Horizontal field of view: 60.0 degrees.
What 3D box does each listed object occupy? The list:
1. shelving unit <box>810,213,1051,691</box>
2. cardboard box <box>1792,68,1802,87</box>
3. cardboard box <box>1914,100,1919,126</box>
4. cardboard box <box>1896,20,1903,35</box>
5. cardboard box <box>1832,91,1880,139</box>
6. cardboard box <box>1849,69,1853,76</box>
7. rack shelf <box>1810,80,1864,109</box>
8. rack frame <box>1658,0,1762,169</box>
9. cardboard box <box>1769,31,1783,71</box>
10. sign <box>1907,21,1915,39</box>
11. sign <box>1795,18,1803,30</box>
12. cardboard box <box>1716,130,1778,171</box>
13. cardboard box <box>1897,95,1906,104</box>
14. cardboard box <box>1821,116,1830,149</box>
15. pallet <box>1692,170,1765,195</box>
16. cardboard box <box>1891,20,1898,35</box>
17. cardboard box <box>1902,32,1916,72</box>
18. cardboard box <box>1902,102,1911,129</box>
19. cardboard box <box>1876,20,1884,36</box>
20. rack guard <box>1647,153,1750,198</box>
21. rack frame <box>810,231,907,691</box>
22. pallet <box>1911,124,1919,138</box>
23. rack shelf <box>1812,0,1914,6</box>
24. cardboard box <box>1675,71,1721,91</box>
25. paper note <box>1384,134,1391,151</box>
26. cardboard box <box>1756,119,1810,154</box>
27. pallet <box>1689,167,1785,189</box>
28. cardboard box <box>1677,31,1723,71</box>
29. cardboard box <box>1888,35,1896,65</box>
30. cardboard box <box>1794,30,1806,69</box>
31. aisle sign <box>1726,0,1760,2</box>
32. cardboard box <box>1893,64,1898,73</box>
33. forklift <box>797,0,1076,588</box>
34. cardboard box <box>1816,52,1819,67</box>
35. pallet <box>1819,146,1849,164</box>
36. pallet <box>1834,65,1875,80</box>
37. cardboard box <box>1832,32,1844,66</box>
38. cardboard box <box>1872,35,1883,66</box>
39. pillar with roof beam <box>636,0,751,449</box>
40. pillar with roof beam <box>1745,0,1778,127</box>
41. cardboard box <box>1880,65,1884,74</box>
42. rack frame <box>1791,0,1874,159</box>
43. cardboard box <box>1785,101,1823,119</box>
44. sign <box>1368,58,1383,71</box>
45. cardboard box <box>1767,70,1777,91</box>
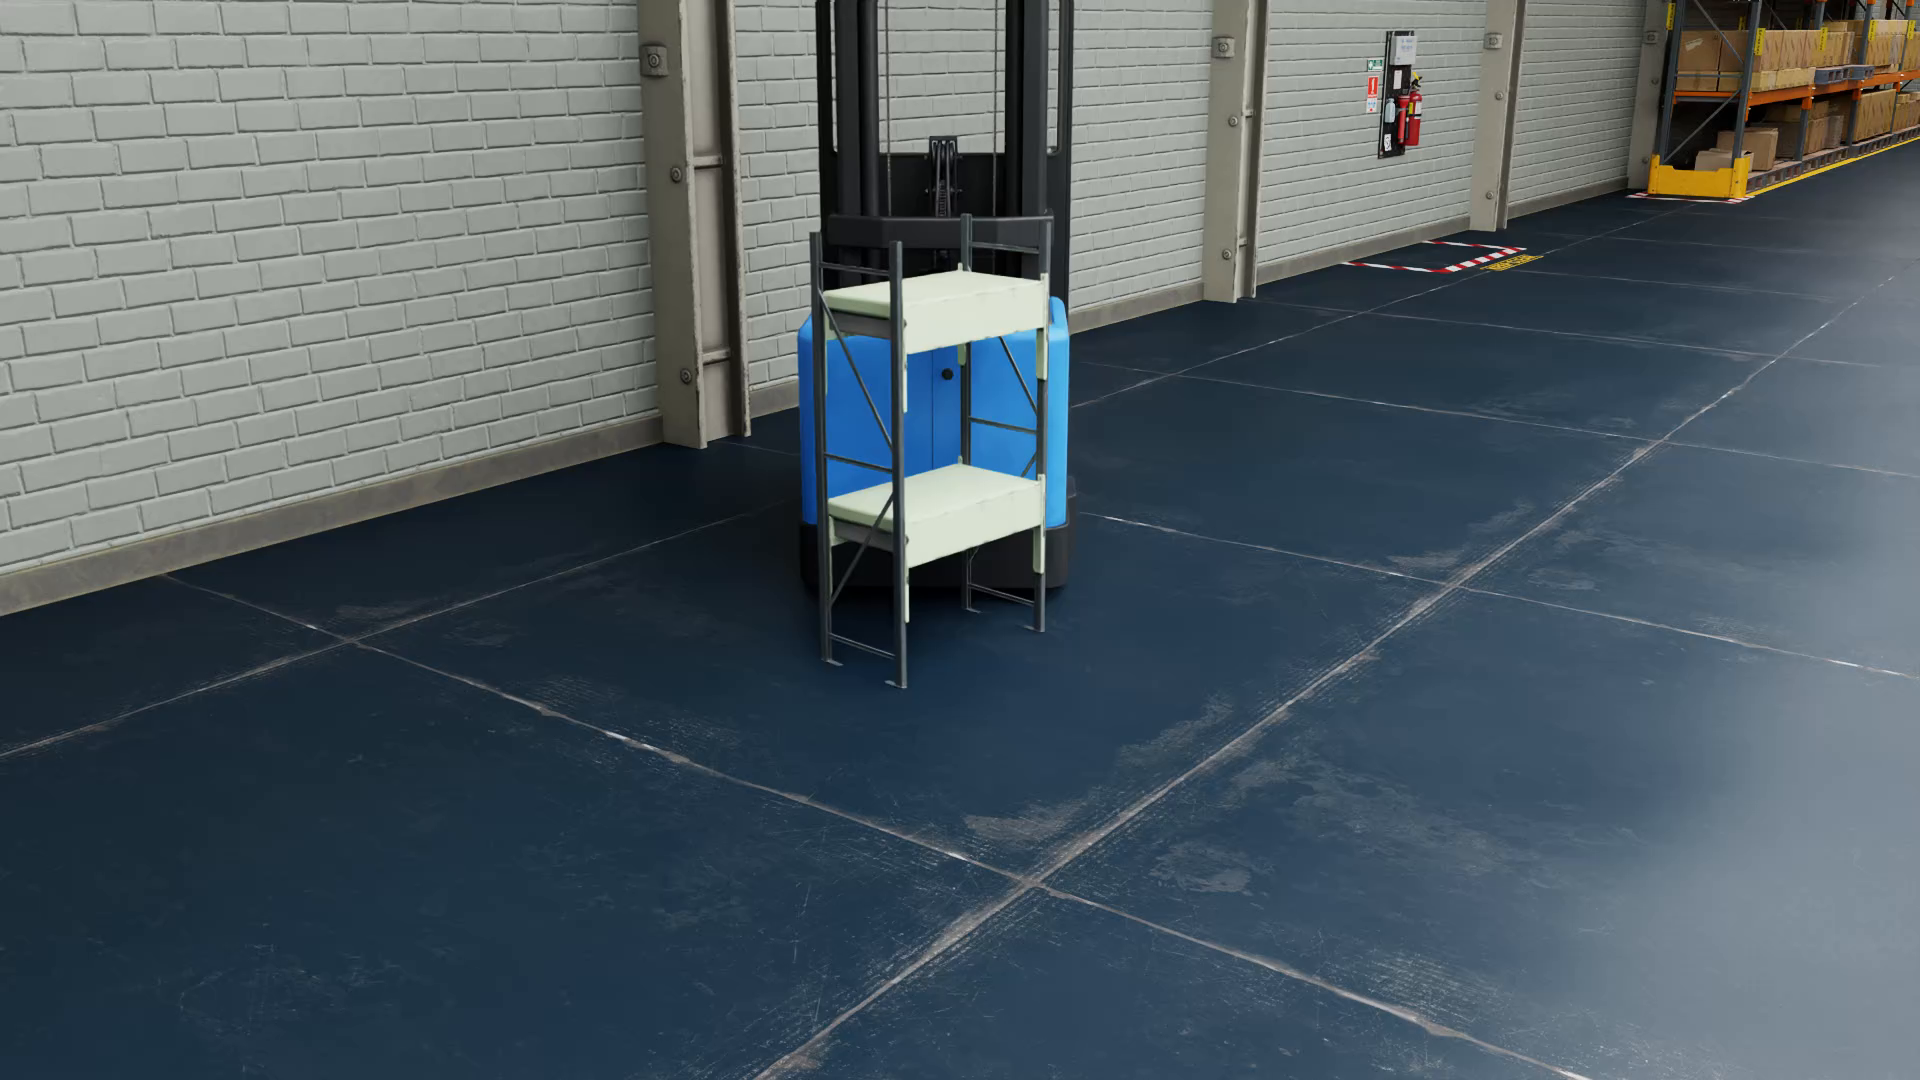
[{"bbox_3d":[-0.089,-0.331,5.780,0.431,1.500,0.755,15,23,40],"label":"shelving unit"},{"bbox_3d":[11.377,-6.440,23.143,0.500,0.250,0.500,12,21,34],"label":"cardboard box"},{"bbox_3d":[18.820,-8.589,33.350,0.700,0.500,0.500,12,21,35],"label":"cardboard box"},{"bbox_3d":[16.388,-9.095,29.504,0.500,0.250,0.500,13,21,36],"label":"cardboard box"},{"bbox_3d":[15.461,-7.394,28.914,0.750,0.750,0.750,12,21,34],"label":"cardboard box"},{"bbox_3d":[14.772,-7.788,27.655,0.380,0.149,0.250,12,21,34],"label":"cardboard box"},{"bbox_3d":[13.198,-7.041,26.073,1.077,0.370,4.000,12,21,35],"label":"rack shelf"},{"bbox_3d":[9.623,-5.956,21.364,1.000,3.000,0.127,12,21,35],"label":"rack frame"},{"bbox_3d":[10.452,-6.428,21.841,0.500,0.500,0.500,12,21,35],"label":"cardboard box"},{"bbox_3d":[17.215,-9.235,30.106,0.100,0.325,0.005,12,21,35],"label":"sign"},{"bbox_3d":[13.942,-8.511,27.641,0.100,0.325,0.005,12,21,35],"label":"sign"},{"bbox_3d":[10.925,-5.422,23.120,0.700,0.500,0.500,11,20,31],"label":"cardboard box"},{"bbox_3d":[17.652,-8.340,31.454,0.380,0.149,0.250,13,22,37],"label":"cardboard box"},{"bbox_3d":[13.603,-6.594,26.894,0.700,0.500,0.500,12,21,35],"label":"cardboard box"},{"bbox_3d":[10.181,-4.829,22.439,1.003,0.211,1.213,12,21,35],"label":"pallet"},{"bbox_3d":[16.084,-8.973,29.113,0.500,0.250,0.500,13,21,36],"label":"cardboard box"},{"bbox_3d":[17.110,-9.083,30.930,0.980,0.700,0.700,13,21,36],"label":"cardboard box"},{"bbox_3d":[17.911,-8.221,32.167,0.700,0.500,0.500,13,21,36],"label":"cardboard box"},{"bbox_3d":[15.187,-8.609,27.941,0.500,0.250,0.500,12,21,34],"label":"cardboard box"},{"bbox_3d":[9.669,-4.780,21.793,1.175,0.500,0.348,12,21,35],"label":"rack guard"},{"bbox_3d":[-0.336,-0.250,5.521,0.400,1.500,0.023,15,23,40],"label":"rack frame"},{"bbox_3d":[18.743,-8.230,33.391,1.003,0.211,1.213,12,21,35],"label":"pallet"},{"bbox_3d":[15.582,-9.426,28.696,1.077,0.370,4.000,12,21,35],"label":"rack shelf"},{"bbox_3d":[9.746,-6.039,21.852,0.500,0.250,0.500,13,21,35],"label":"cardboard box"},{"bbox_3d":[4.107,-3.814,15.952,0.016,0.148,0.142,12,21,35],"label":"paper note"},{"bbox_3d":[12.699,-6.235,25.736,0.700,0.500,0.500,12,21,34],"label":"cardboard box"},{"bbox_3d":[10.908,-5.119,23.371,1.003,0.211,1.213,12,21,35],"label":"pallet"},{"bbox_3d":[9.734,-6.401,21.755,0.500,0.500,0.500,12,21,34],"label":"cardboard box"},{"bbox_3d":[16.099,-8.617,29.231,0.500,0.500,0.500,12,21,35],"label":"cardboard box"},{"bbox_3d":[11.372,-6.799,23.035,0.500,0.500,0.500,12,21,33],"label":"cardboard box"},{"bbox_3d":[9.821,-7.127,20.753,0.394,0.787,0.004,12,21,35],"label":"aisle sign"},{"bbox_3d":[16.668,-8.508,29.975,0.380,0.149,0.250,13,21,36],"label":"cardboard box"},{"bbox_3d":[-0.055,-1.597,7.444,1.130,2.935,3.031,1,17,2],"label":"forklift"},{"bbox_3d":[12.337,-7.281,24.723,0.700,0.500,0.500,12,21,35],"label":"cardboard box"},{"bbox_3d":[13.923,-6.343,27.315,1.003,0.211,1.213,12,21,35],"label":"pallet"},{"bbox_3d":[14.051,-7.581,26.921,1.213,0.211,1.003,12,21,35],"label":"pallet"},{"bbox_3d":[13.394,-7.704,26.085,0.700,0.500,0.500,12,21,35],"label":"cardboard box"},{"bbox_3d":[15.205,-8.254,28.061,0.500,0.500,0.500,13,22,36],"label":"cardboard box"},{"bbox_3d":[2.078,-4.092,5.248,9.100,9.000,0.400,12,21,35],"label":"pillar with roof beam"},{"bbox_3d":[16.378,-9.809,23.656,9.100,9.000,0.400,12,21,35],"label":"pillar with roof beam"},{"bbox_3d":[16.007,-8.278,29.232,0.380,0.149,0.250,12,21,33],"label":"cardboard box"},{"bbox_3d":[14.390,-7.861,27.500,1.000,3.000,0.127,12,21,35],"label":"rack frame"},{"bbox_3d":[13.310,-6.807,26.313,0.500,0.250,0.500,12,21,34],"label":"cardboard box"},{"bbox_3d":[3.865,-4.420,15.467,0.001,0.109,0.331,12,21,35],"label":"sign"},{"bbox_3d":[10.467,-6.080,21.983,0.500,0.250,0.500,12,21,33],"label":"cardboard box"}]
